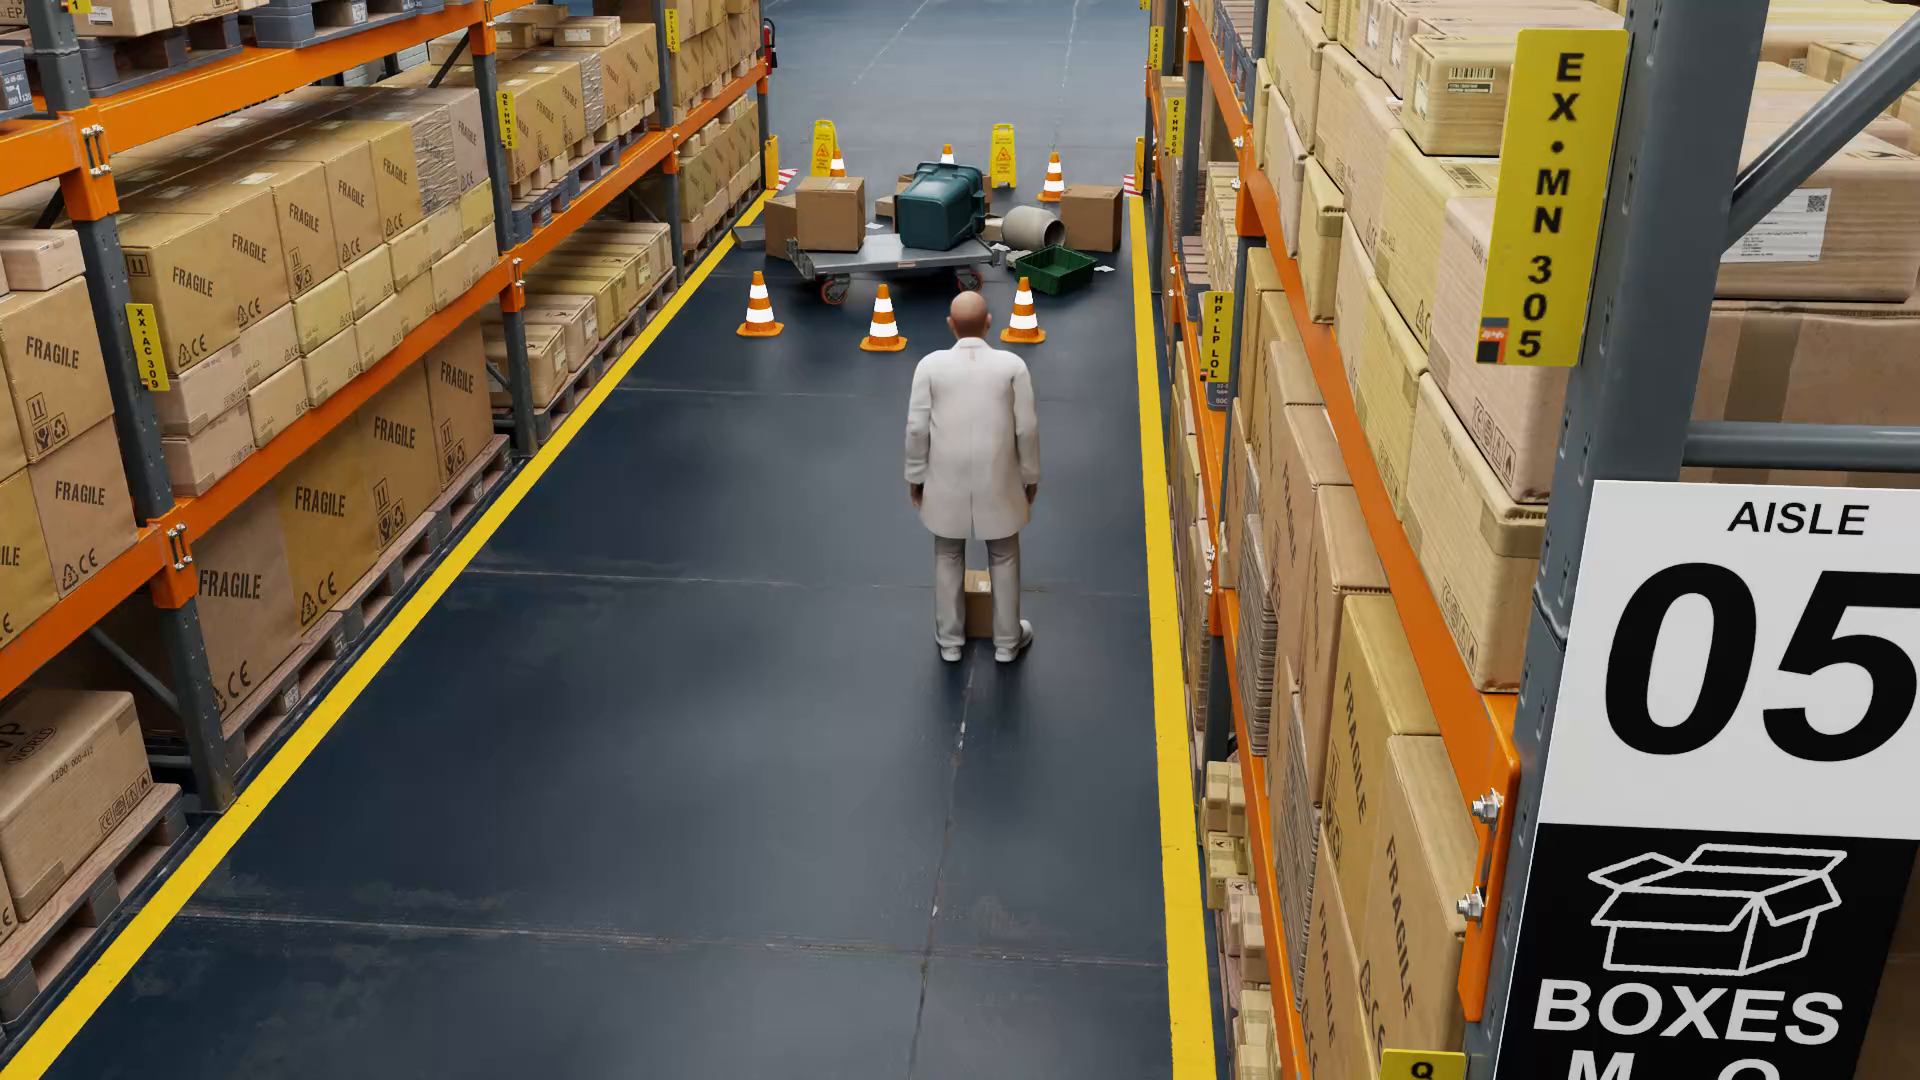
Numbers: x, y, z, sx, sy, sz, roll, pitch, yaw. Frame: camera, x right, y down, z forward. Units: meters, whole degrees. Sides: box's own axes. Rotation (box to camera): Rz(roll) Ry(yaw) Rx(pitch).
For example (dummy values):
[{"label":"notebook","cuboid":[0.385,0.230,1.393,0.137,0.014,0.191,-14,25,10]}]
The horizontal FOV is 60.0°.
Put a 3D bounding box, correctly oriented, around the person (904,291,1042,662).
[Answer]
[{"label":"person","cuboid":[0.063,-0.278,7.744,0.635,1.772,0.428,1,24,2]}]
